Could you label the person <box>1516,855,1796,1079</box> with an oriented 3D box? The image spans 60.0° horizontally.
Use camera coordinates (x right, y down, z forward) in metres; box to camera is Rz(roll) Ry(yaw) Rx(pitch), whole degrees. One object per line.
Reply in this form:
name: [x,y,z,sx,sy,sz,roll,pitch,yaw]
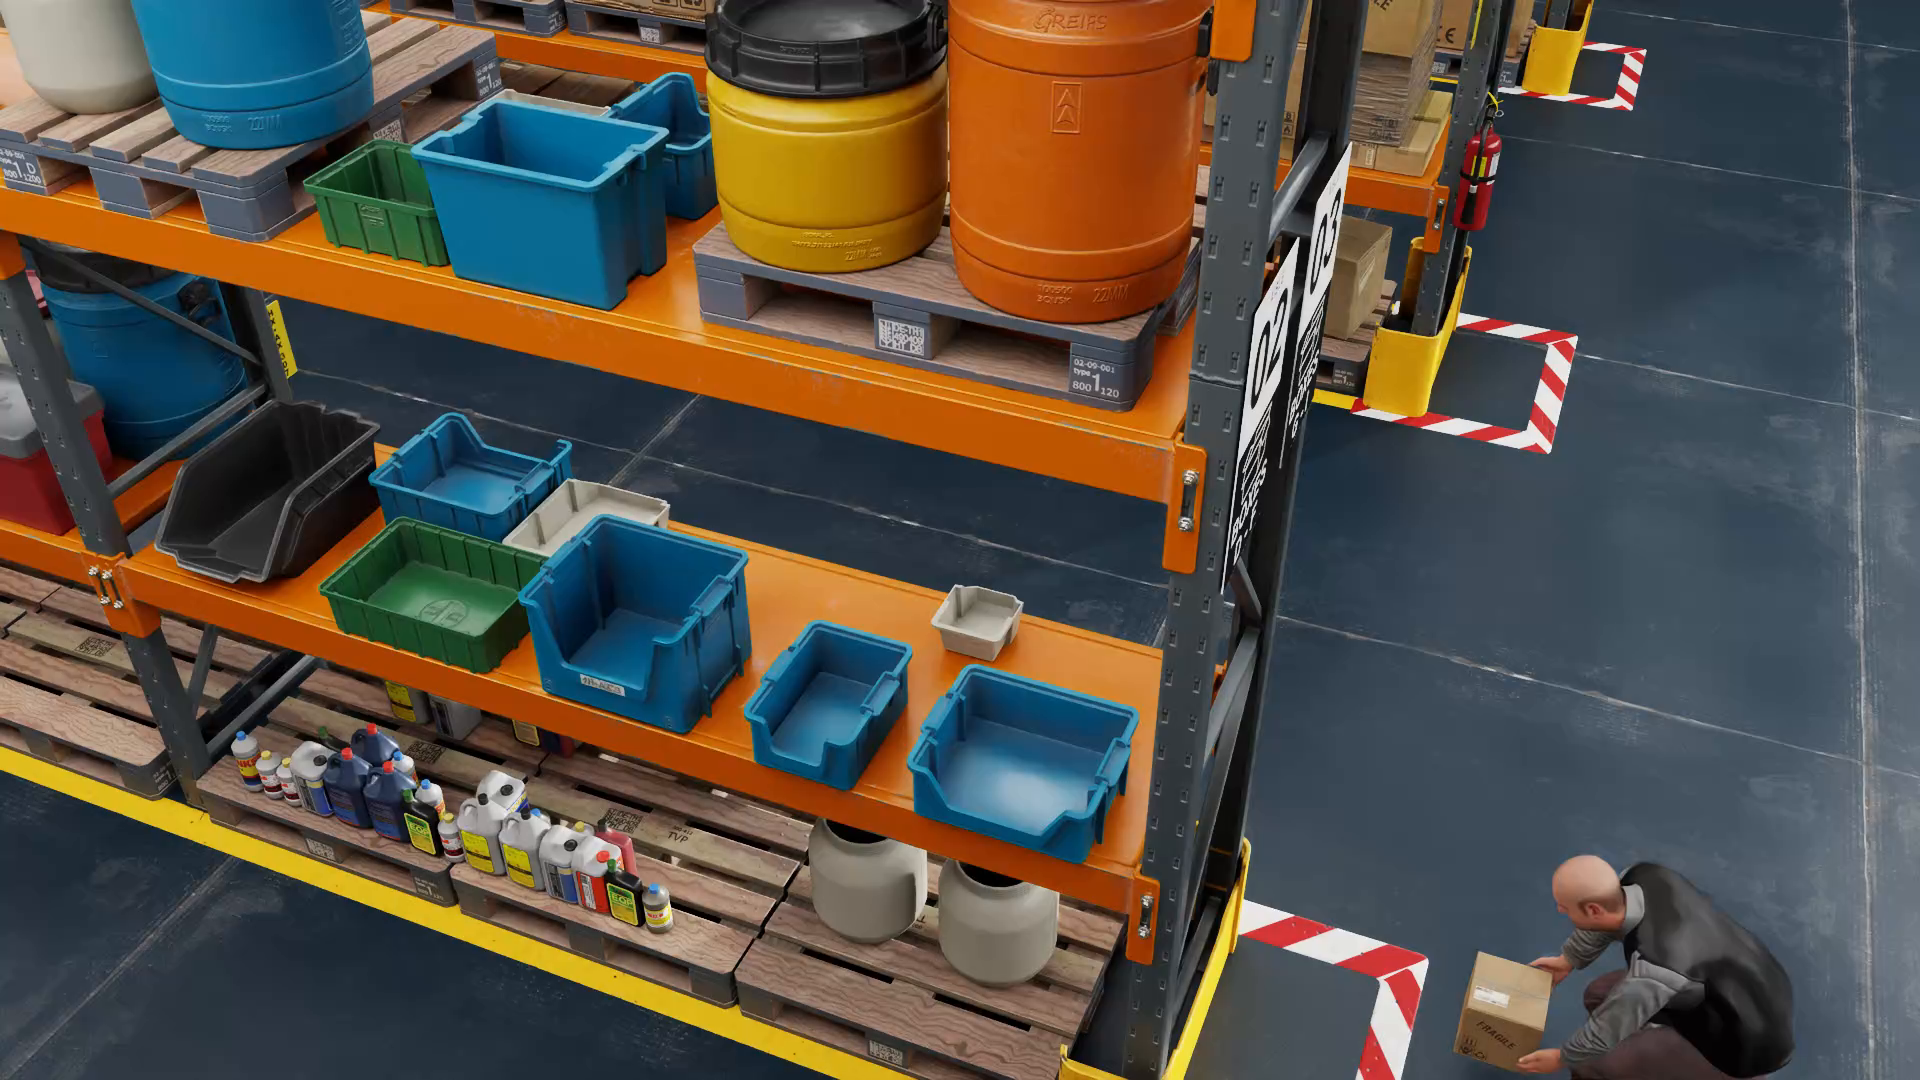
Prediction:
person: [2.205,1.511,5.305,0.806,1.179,0.575,14,39,18]
